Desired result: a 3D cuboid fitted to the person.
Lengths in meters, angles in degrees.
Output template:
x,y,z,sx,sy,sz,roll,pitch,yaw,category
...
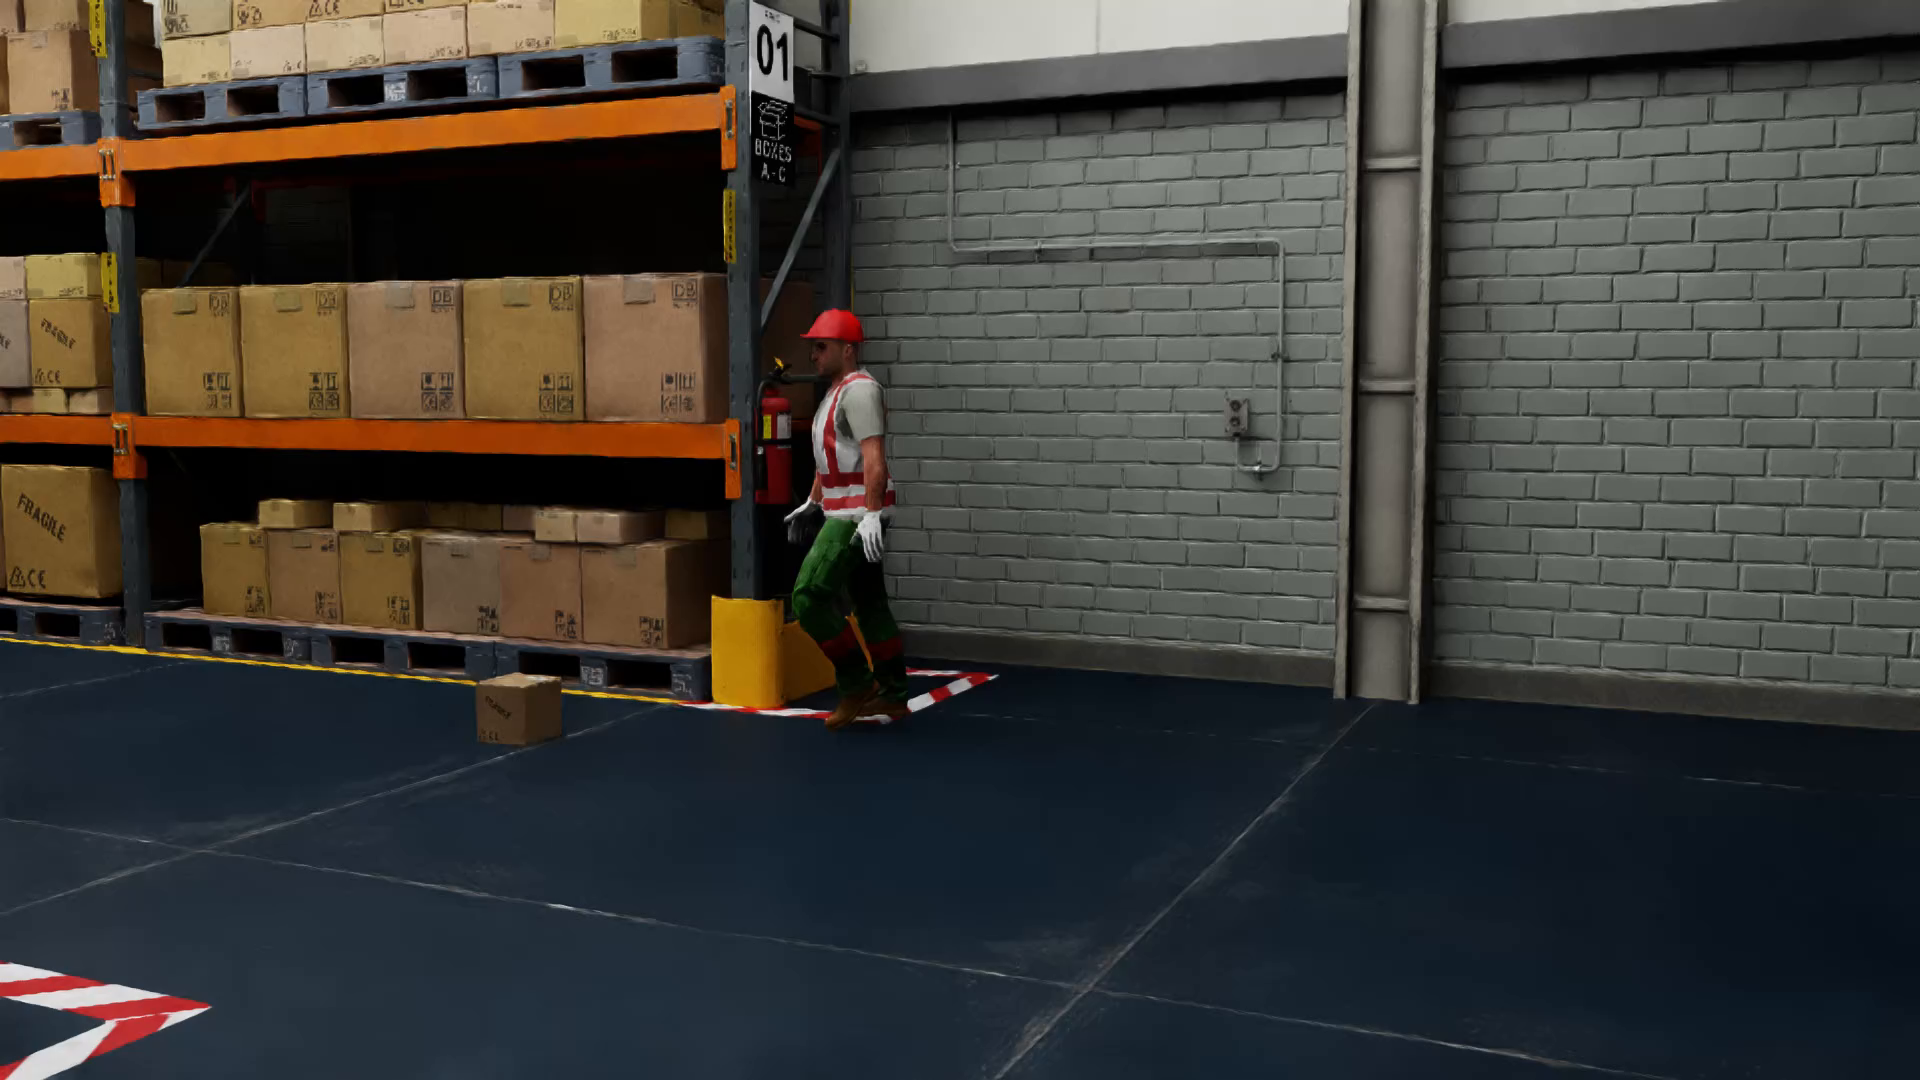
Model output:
x,y,z,sx,sy,sz,roll,pitch,yaw,category
-0.465,-0.075,7.067,0.538,1.795,0.711,-1,6,-11,person
